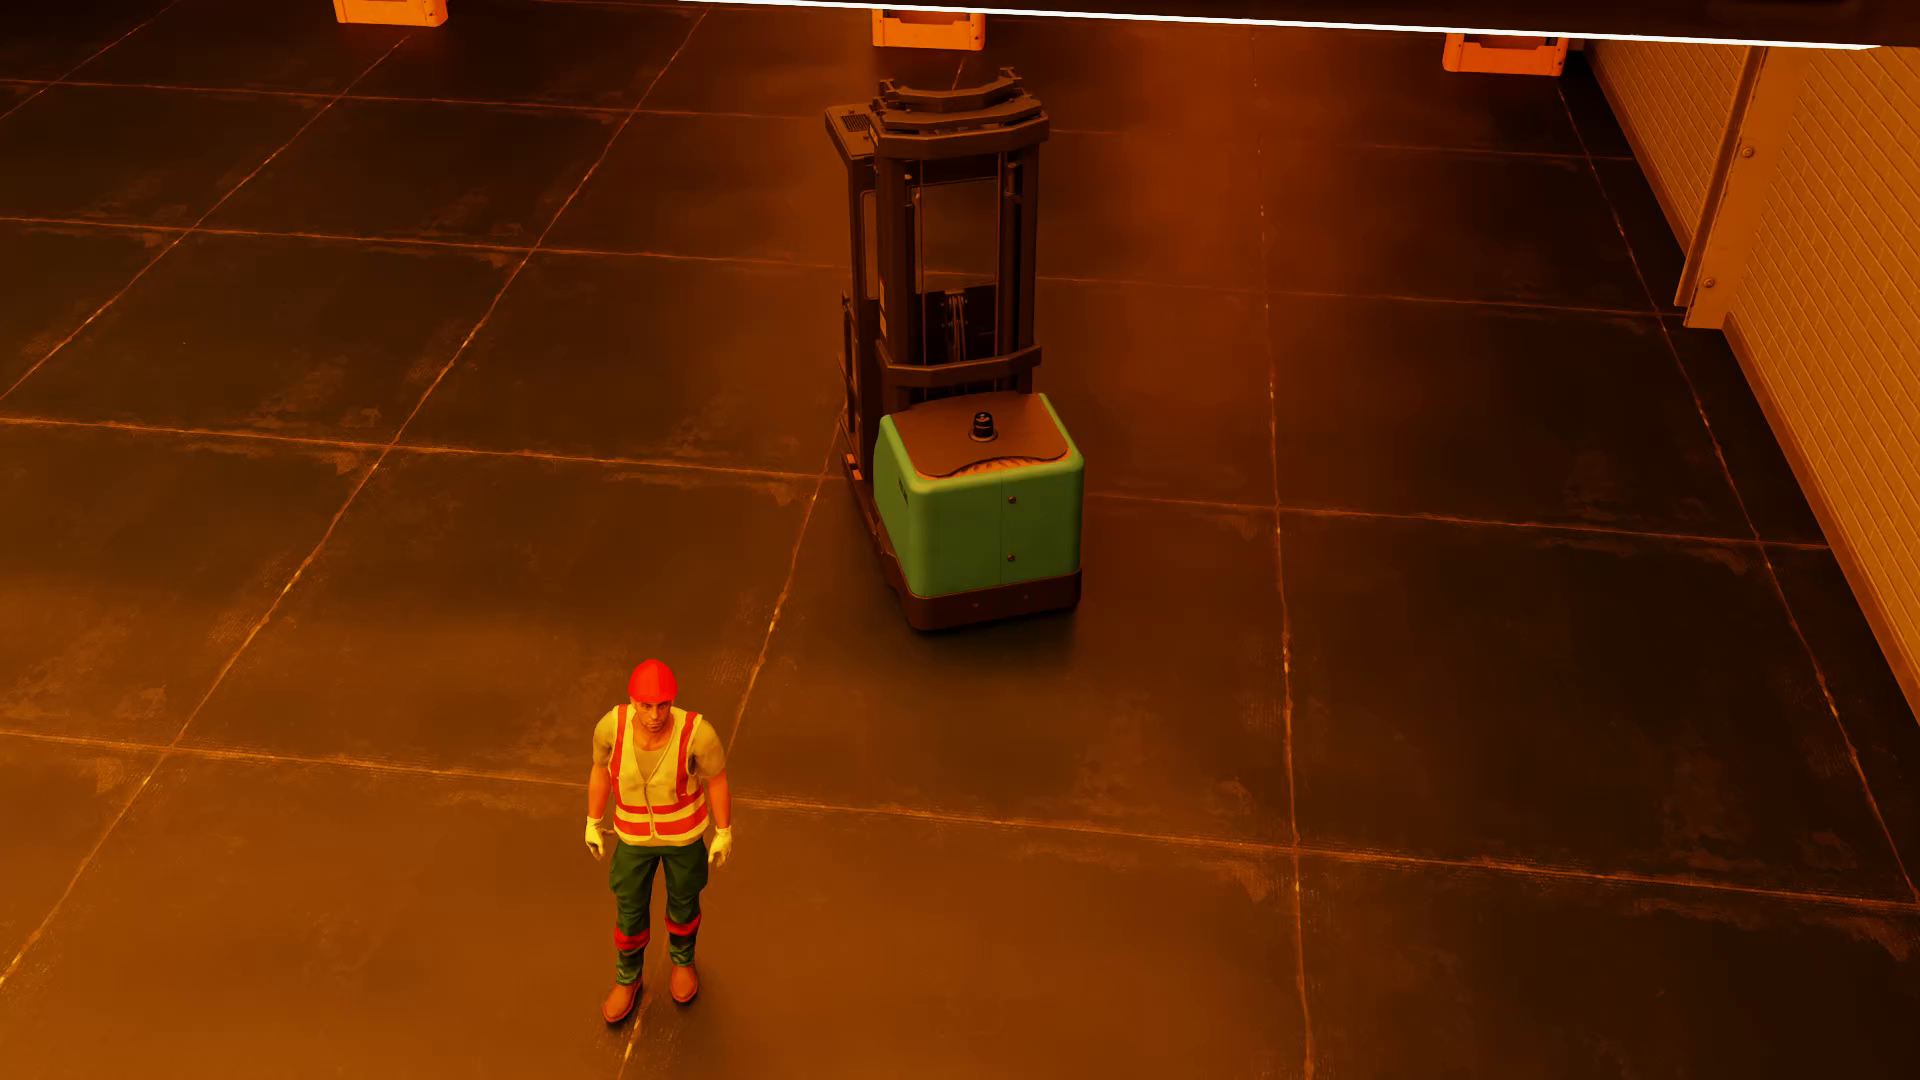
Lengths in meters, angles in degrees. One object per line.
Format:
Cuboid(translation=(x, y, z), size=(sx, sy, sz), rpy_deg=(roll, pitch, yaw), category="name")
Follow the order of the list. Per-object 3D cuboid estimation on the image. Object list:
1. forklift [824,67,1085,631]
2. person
Cuboid(translation=(-0.159, -1.528, 10.103), size=(1.130, 2.935, 3.031), rpy_deg=(-9, 37, -12), category="forklift")
Cuboid(translation=(-1.311, 1.314, 7.199), size=(0.638, 1.788, 0.563), rpy_deg=(0, 36, 1), category="person")
